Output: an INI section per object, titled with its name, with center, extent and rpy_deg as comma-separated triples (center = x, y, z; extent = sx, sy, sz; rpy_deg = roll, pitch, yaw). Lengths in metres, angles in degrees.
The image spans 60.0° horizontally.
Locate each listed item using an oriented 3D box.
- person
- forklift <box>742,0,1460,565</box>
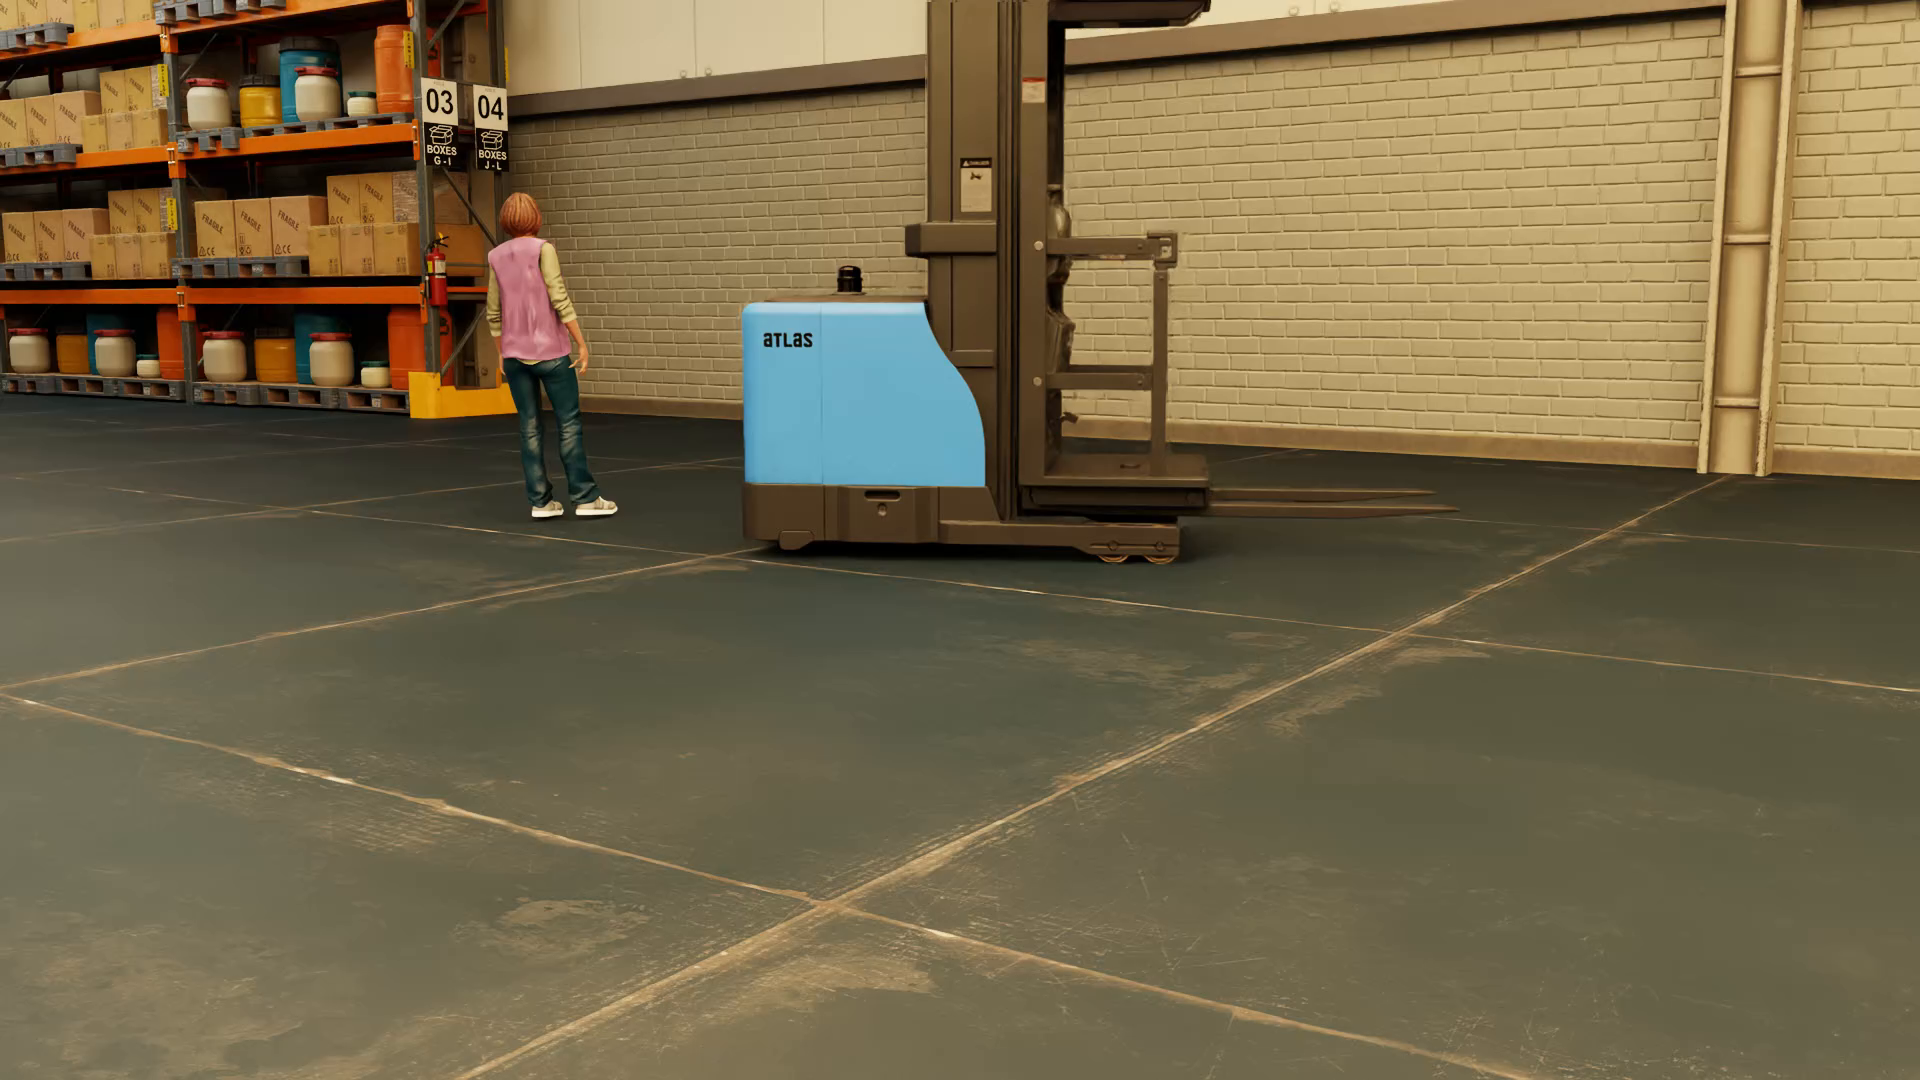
[person]
center = -2.052, -0.907, 8.262
extent = 0.518, 1.597, 0.476
rpy_deg = 3, 9, 18
[forklift]
center = 0.617, -1.429, 7.241
extent = 3.031, 2.935, 1.130
rpy_deg = 1, 8, 7
